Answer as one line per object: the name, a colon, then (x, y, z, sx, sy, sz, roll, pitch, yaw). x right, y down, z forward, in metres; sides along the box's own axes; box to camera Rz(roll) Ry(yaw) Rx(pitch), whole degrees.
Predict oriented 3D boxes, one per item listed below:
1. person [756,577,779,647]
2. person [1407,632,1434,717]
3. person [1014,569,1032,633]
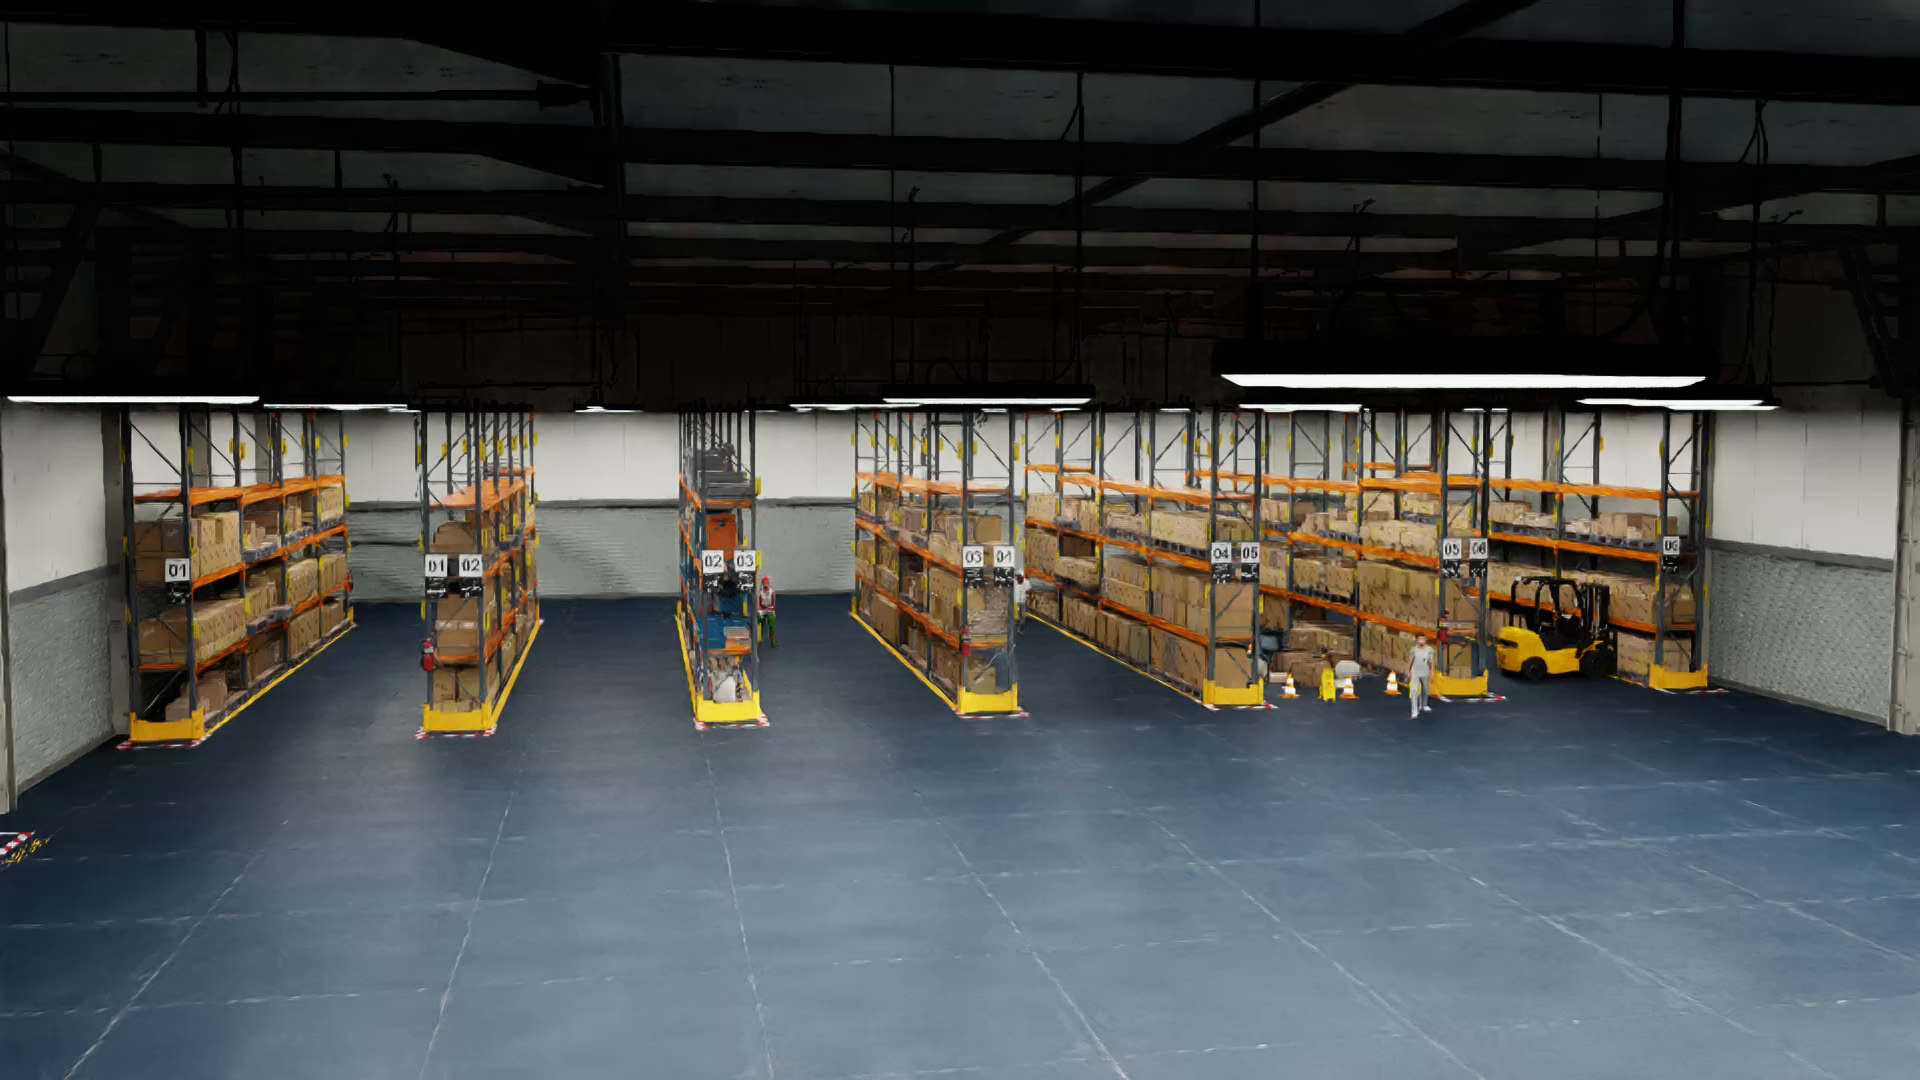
person: (-4.778, 1.762, 40.900, 0.528, 1.727, 1.030, -1, 5, -19)
person: (8.762, 2.534, 31.593, 0.486, 1.611, 0.954, 1, 4, 10)
person: (1.524, 1.604, 43.364, 0.719, 1.714, 0.578, -1, 4, -13)
